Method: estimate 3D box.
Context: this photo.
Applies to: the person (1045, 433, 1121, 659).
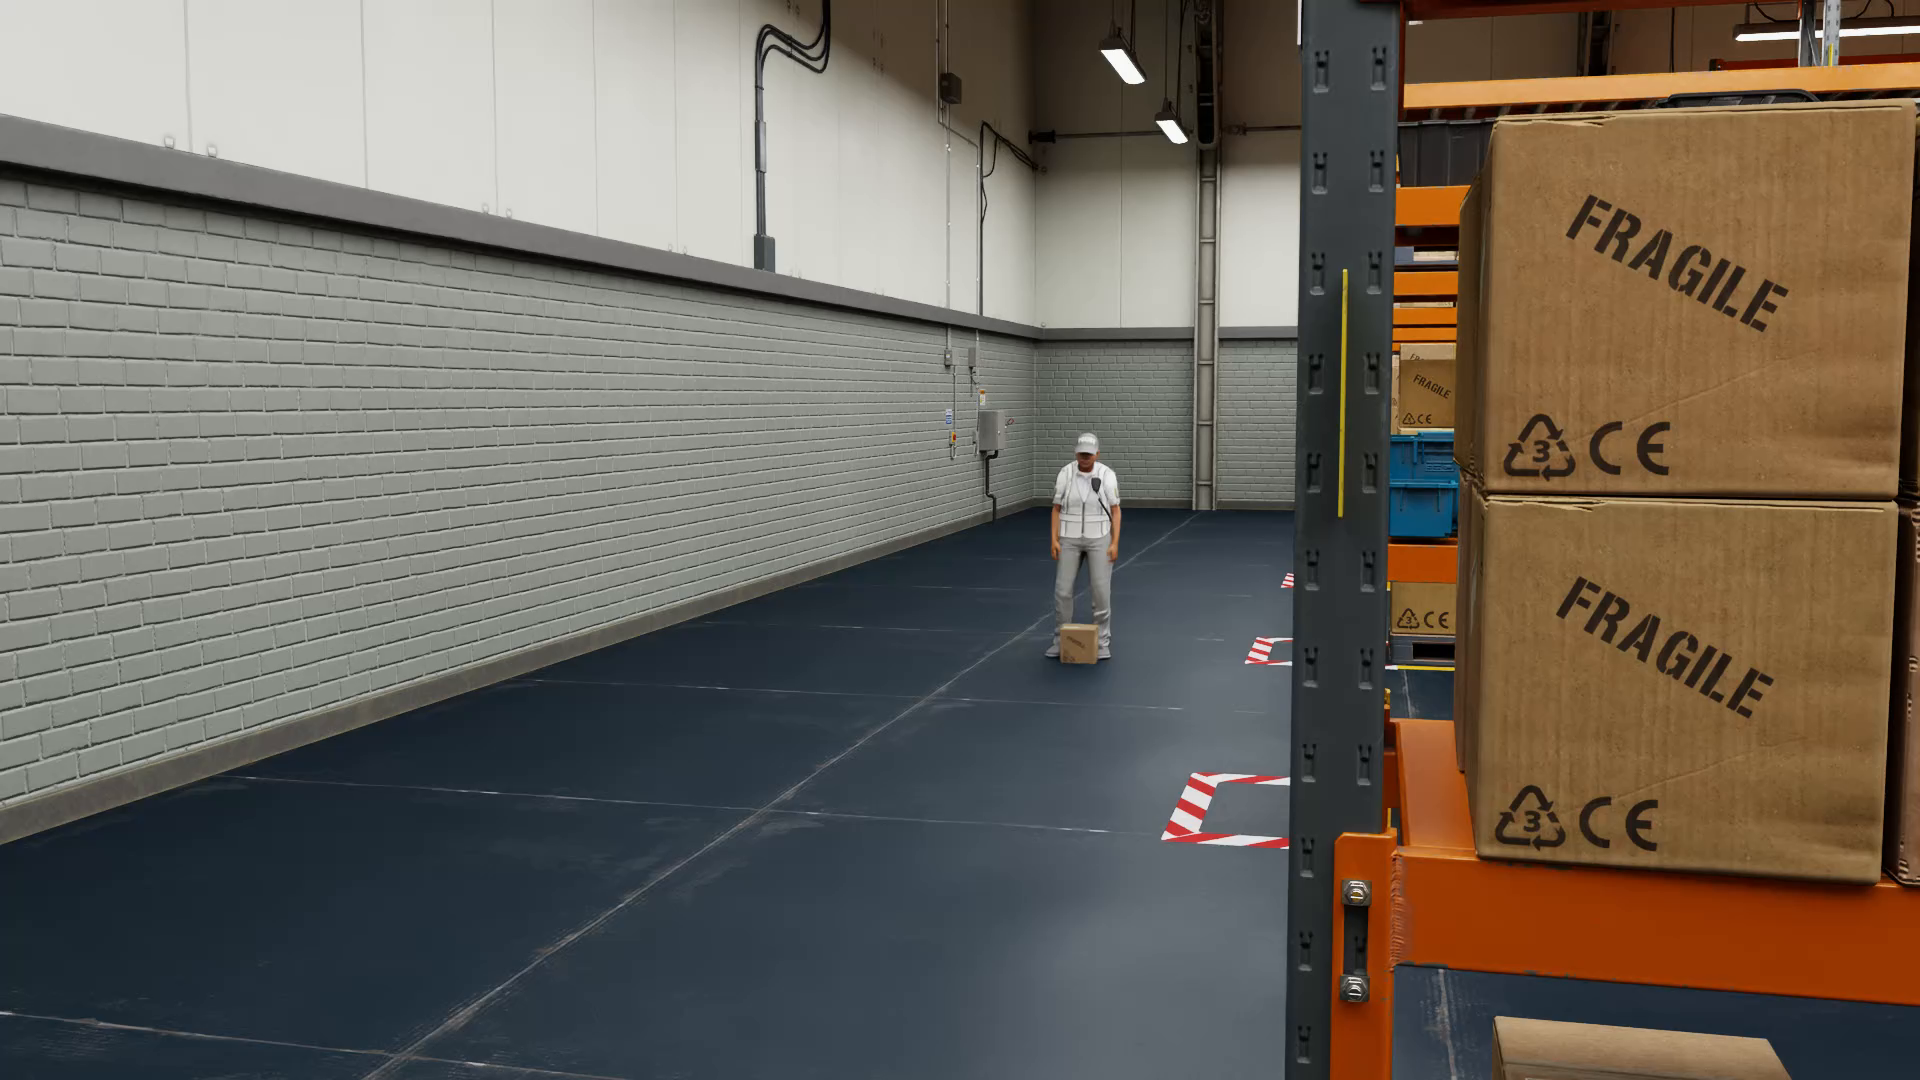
[{"bbox_3d":[0.915,0.037,12.321,0.541,1.665,0.465,1,5,11],"label":"person"}]
